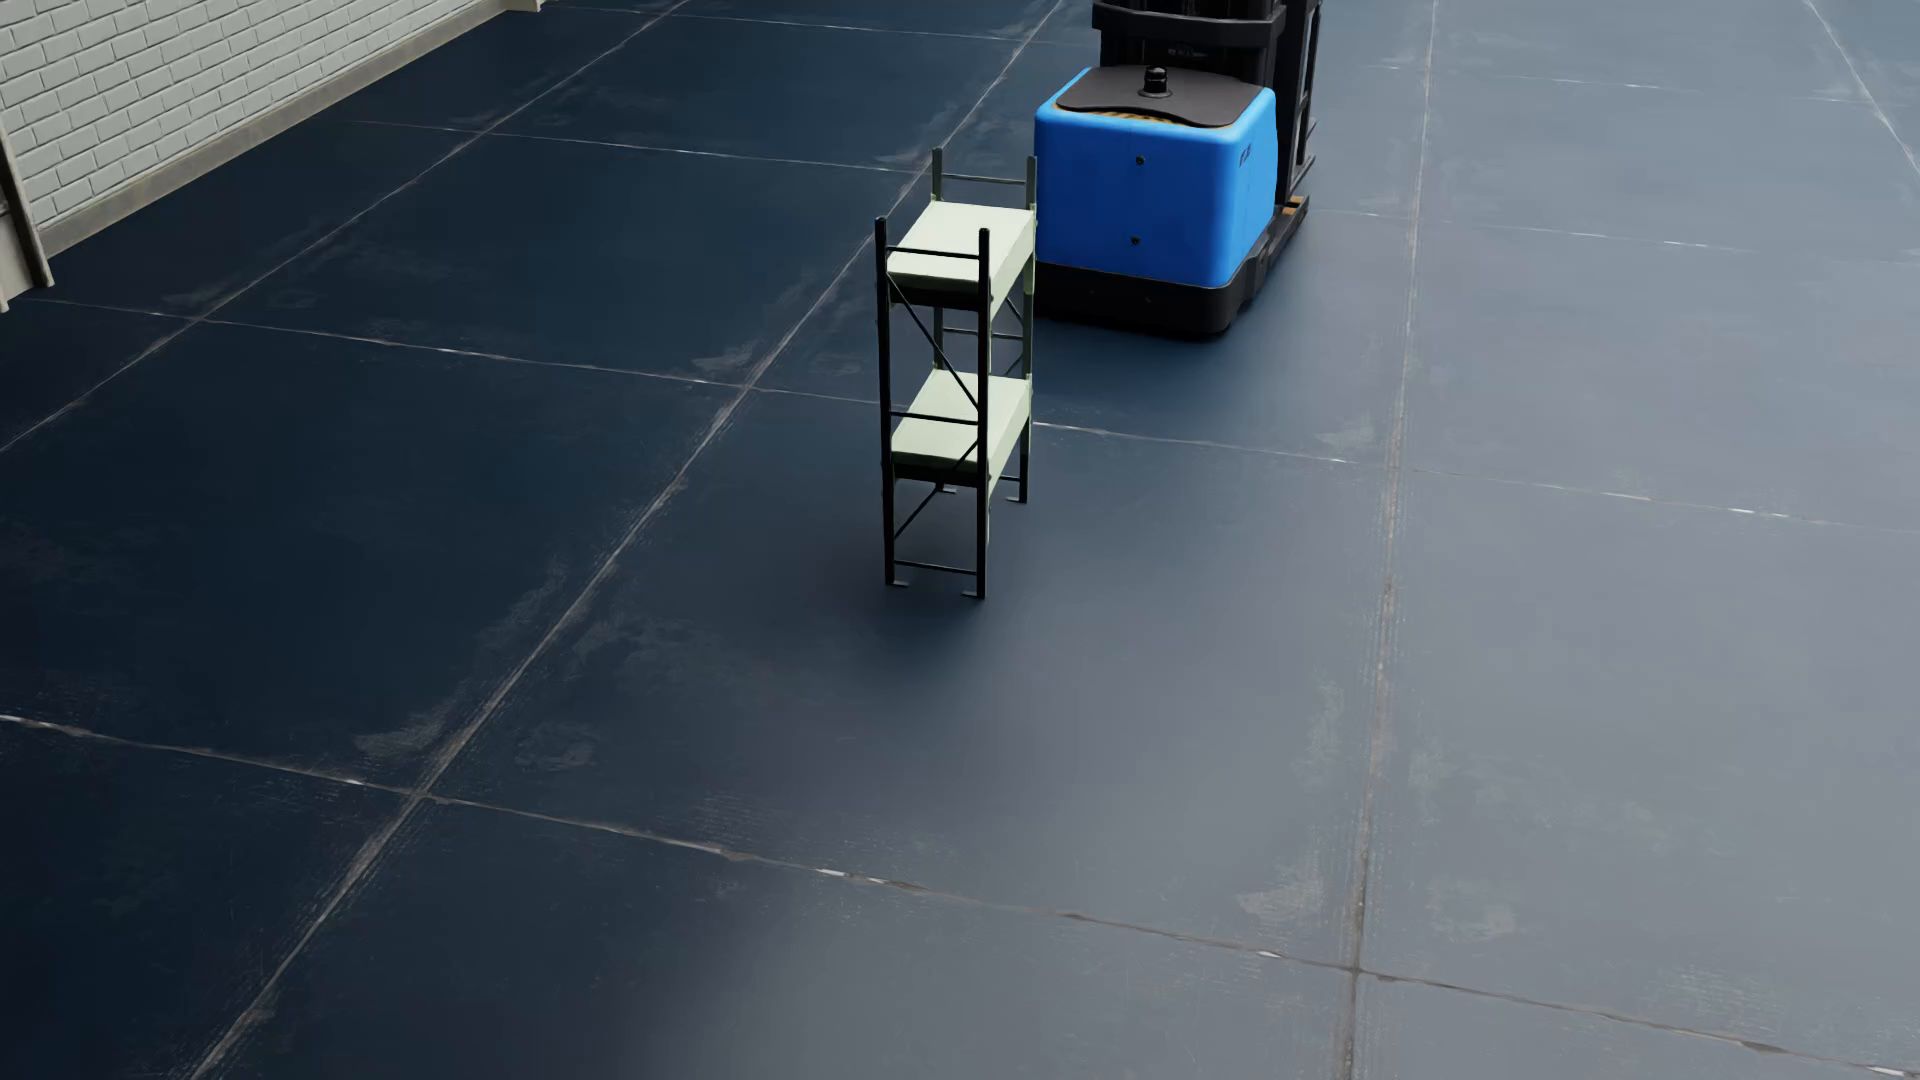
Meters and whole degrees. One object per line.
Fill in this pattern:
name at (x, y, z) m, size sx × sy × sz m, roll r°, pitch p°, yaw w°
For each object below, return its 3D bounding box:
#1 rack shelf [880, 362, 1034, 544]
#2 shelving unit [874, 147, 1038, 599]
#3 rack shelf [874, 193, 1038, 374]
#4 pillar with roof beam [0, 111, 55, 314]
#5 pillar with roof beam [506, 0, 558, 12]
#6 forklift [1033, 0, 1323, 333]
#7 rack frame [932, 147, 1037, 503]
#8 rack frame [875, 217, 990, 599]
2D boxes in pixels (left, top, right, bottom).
rack shelf at (-0.002, -0.354, 6.517) m, size 0.431 × 0.370 × 0.720 m, roll 8°, pitch 33°, yaw 12°
shelving unit at (-0.002, -0.629, 6.342) m, size 0.431 × 1.500 × 0.755 m, roll 8°, pitch 33°, yaw 12°
rack shelf at (-0.002, -0.959, 6.133) m, size 0.431 × 0.370 × 0.720 m, roll 8°, pitch 33°, yaw 12°
pillar with roof beam at (-0.882, -4.505, 5.448) m, size 9.100 × 9.000 × 0.400 m, roll 8°, pitch 33°, yaw 12°
pillar with roof beam at (0.640, -7.618, 10.346) m, size 9.100 × 9.000 × 0.400 m, roll 8°, pitch 33°, yaw 12°
forklift at (1.373, -3.040, 8.800) m, size 1.130 × 2.935 × 3.031 m, roll 12°, pitch 34°, yaw 19°
rack frame at (0.091, -0.819, 6.641) m, size 0.400 × 1.500 × 0.023 m, roll 8°, pitch 33°, yaw 12°
rack frame at (-0.095, -0.440, 6.043) m, size 0.400 × 1.500 × 0.023 m, roll 8°, pitch 33°, yaw 12°
